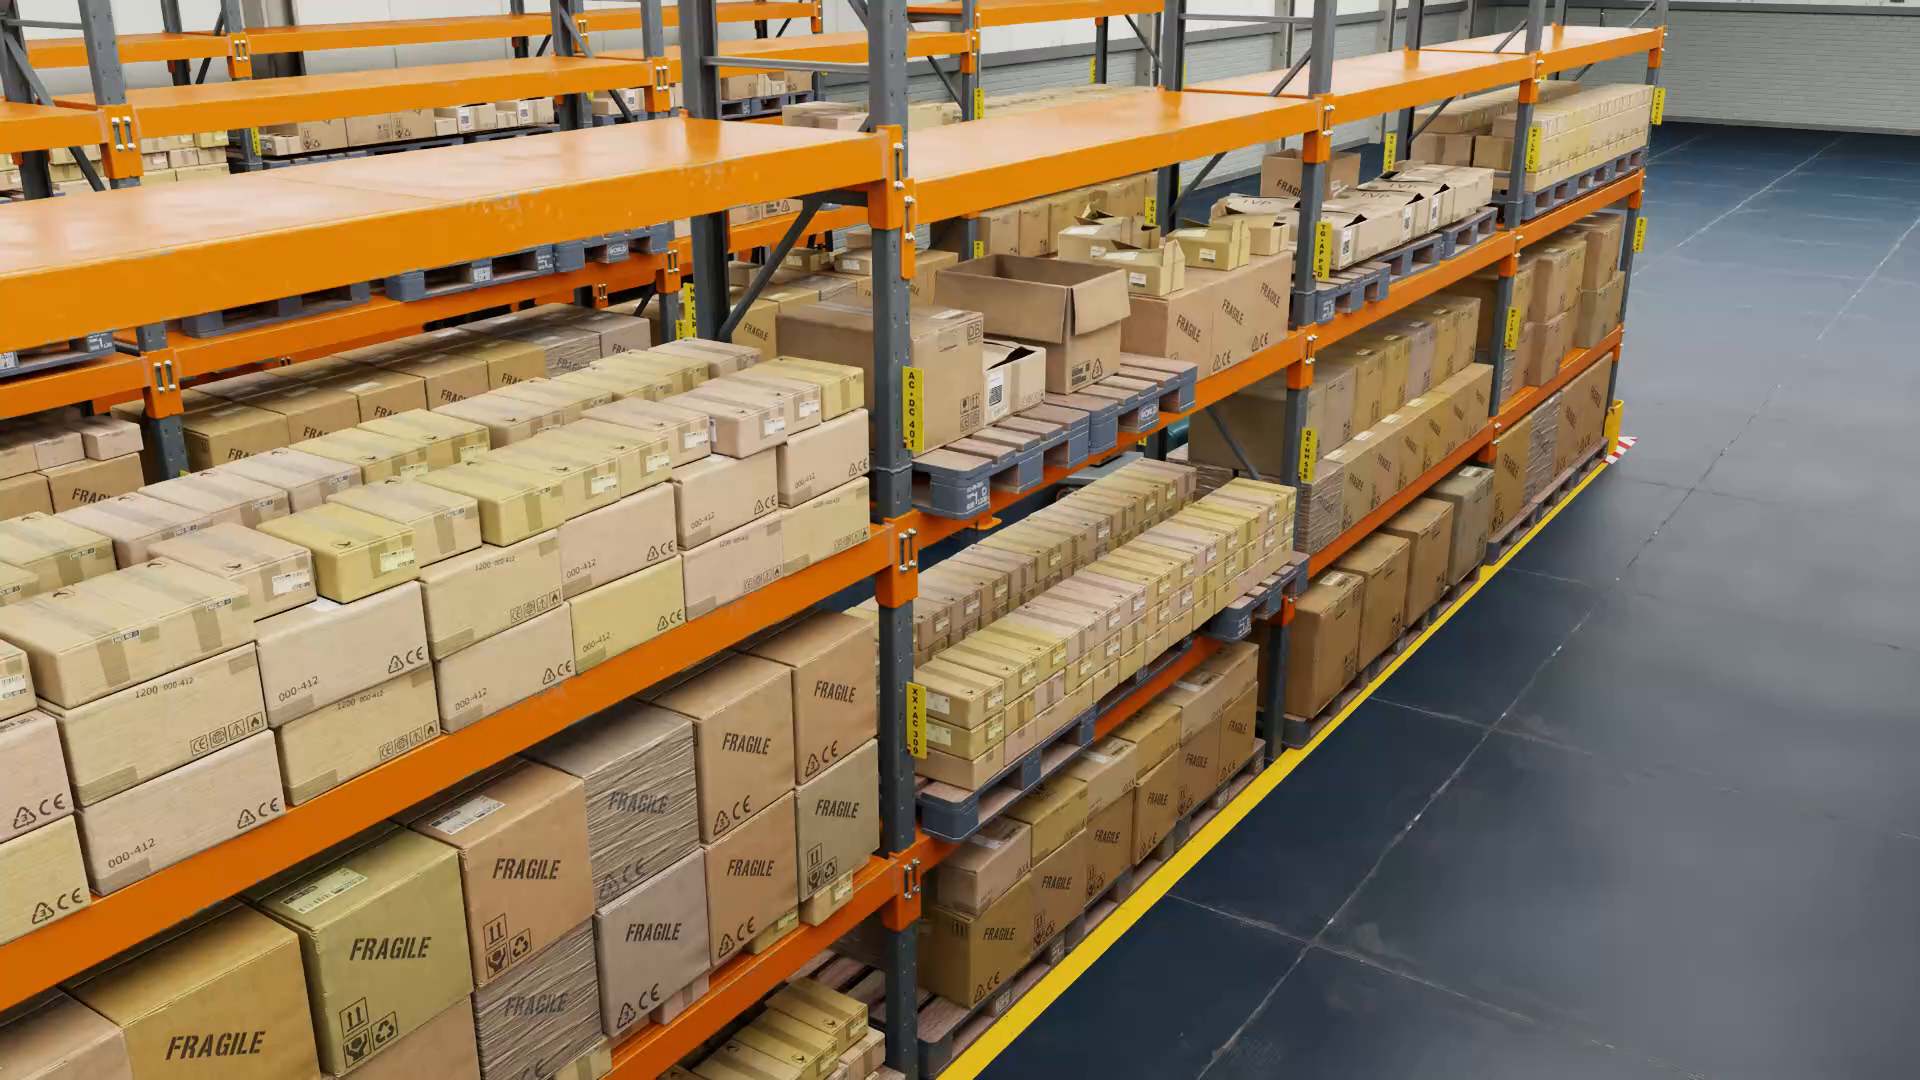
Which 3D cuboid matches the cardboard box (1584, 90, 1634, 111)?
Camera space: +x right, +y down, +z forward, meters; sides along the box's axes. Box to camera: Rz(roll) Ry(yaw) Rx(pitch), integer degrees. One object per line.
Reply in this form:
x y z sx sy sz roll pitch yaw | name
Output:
5.772 -3.923 14.834 0.380 0.149 0.250 14 24 33 | cardboard box

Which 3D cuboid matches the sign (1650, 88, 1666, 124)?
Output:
6.552 -4.074 15.615 0.100 0.325 0.005 13 24 32 | sign

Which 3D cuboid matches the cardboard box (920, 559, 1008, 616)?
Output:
0.015 0.237 8.347 0.380 0.149 0.250 12 24 30 | cardboard box

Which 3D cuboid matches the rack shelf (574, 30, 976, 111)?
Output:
-1.413 -3.902 13.603 1.077 0.370 4.000 13 24 32 | rack shelf

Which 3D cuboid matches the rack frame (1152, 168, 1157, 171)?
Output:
1.960 -3.335 19.104 1.000 3.000 0.127 13 24 32 | rack frame

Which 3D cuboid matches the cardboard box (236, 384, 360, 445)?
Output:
-4.038 -0.629 10.204 0.500 0.500 0.500 13 24 32 | cardboard box

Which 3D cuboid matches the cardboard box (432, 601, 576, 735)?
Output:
-1.542 0.330 5.088 0.500 0.250 0.500 13 24 32 | cardboard box

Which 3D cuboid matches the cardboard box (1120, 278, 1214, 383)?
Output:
0.948 -1.055 8.472 0.500 0.500 0.500 13 24 32 | cardboard box

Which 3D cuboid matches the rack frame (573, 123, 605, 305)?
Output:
-4.396 -3.154 18.615 1.000 3.000 0.127 13 24 32 | rack frame

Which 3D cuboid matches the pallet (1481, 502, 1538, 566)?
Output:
4.354 -0.146 14.502 1.003 0.211 1.213 13 24 32 | pallet

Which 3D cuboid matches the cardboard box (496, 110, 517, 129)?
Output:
-4.763 -4.312 17.035 0.380 0.149 0.250 13 24 32 | cardboard box

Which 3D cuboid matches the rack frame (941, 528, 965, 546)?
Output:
-0.062 -0.391 14.171 0.240 0.900 0.006 13 24 32 | rack frame

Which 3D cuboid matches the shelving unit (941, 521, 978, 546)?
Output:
-0.005 -0.420 14.250 0.258 0.900 0.210 13 24 32 | shelving unit

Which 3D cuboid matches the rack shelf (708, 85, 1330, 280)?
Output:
0.489 -1.818 7.969 1.077 0.370 4.000 13 24 32 | rack shelf

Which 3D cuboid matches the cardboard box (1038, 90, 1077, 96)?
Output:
1.009 -4.653 17.557 0.380 0.149 0.250 13 24 32 | cardboard box

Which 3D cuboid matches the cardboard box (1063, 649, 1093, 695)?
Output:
0.401 0.579 7.851 0.380 0.149 0.250 12 24 30 | cardboard box

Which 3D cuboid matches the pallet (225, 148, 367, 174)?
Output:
-6.337 -3.537 15.599 1.213 0.211 1.003 15 25 34 | pallet

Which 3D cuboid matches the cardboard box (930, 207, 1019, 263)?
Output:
0.138 -2.926 15.986 0.700 0.500 0.500 13 24 31 | cardboard box

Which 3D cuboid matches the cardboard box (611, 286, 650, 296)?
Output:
-4.007 -2.858 19.731 0.500 0.250 0.500 13 24 31 | cardboard box

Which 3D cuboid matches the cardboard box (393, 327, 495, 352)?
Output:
-3.591 -1.172 11.671 0.500 0.500 0.500 14 25 33 | cardboard box

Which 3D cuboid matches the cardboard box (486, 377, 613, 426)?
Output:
-1.458 -0.457 5.920 0.380 0.149 0.250 12 24 30 | cardboard box

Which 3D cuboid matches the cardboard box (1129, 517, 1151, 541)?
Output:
0.878 -0.067 9.597 0.380 0.149 0.250 12 24 30 | cardboard box

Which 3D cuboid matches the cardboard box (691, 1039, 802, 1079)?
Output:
-0.865 2.212 6.754 0.380 0.149 0.250 13 24 31 | cardboard box

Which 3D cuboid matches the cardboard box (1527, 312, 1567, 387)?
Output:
4.751 -1.723 14.532 0.875 0.550 0.550 13 24 32 | cardboard box

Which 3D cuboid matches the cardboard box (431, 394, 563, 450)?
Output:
-1.586 -0.379 5.709 0.380 0.149 0.250 12 24 30 | cardboard box

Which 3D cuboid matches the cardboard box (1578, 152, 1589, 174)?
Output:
5.062 -3.187 13.995 0.380 0.149 0.250 13 24 32 | cardboard box

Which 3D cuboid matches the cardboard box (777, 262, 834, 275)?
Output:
-1.360 -2.209 14.882 0.500 0.500 0.500 13 24 32 | cardboard box

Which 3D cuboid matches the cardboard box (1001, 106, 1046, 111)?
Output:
0.606 -4.101 16.065 0.380 0.149 0.250 13 24 31 | cardboard box

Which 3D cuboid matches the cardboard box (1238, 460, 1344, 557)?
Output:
2.089 -0.226 10.556 0.500 0.500 0.500 14 24 32 | cardboard box

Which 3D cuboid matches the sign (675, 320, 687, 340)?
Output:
-2.076 -1.475 12.408 0.100 0.325 0.005 13 24 32 | sign

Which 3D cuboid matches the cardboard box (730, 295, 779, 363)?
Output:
-1.806 -1.658 13.392 0.500 0.500 0.500 15 25 35 | cardboard box

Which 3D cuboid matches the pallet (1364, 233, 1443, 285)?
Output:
2.558 -1.938 11.276 1.003 0.211 1.213 15 25 34 | pallet

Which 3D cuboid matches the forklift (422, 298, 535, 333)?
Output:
-3.617 -1.397 13.965 3.031 2.935 1.130 -19 27 -41 | forklift

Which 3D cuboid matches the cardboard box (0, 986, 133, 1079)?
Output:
-2.412 1.460 4.128 0.500 0.500 0.500 13 24 31 | cardboard box

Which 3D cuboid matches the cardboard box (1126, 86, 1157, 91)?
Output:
2.014 -4.843 18.071 0.380 0.149 0.250 14 24 32 | cardboard box

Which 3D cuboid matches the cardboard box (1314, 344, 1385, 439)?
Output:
2.444 -1.039 11.311 0.700 0.500 0.500 13 24 31 | cardboard box

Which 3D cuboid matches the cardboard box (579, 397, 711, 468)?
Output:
-1.073 -0.362 5.664 0.380 0.149 0.250 14 25 34 | cardboard box

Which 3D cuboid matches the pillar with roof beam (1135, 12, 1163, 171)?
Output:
7.022 -9.695 27.651 9.100 9.000 0.400 13 24 32 | pillar with roof beam

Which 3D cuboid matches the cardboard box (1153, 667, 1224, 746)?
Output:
1.171 0.915 9.532 0.500 0.250 0.500 14 24 33 | cardboard box

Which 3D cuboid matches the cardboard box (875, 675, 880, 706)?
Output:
-0.575 0.673 7.596 0.380 0.149 0.250 14 25 33 | cardboard box

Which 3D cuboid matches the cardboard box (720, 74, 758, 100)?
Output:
-2.853 -5.550 19.877 0.700 0.500 0.500 13 24 32 | cardboard box

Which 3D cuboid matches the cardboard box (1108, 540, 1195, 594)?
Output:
0.988 0.139 8.611 0.380 0.149 0.250 15 25 34 | cardboard box

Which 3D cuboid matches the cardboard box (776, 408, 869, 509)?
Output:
-0.684 -0.344 6.191 0.500 0.250 0.500 12 23 29 | cardboard box

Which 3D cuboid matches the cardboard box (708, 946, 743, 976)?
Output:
-1.058 1.511 6.366 0.380 0.149 0.250 13 24 30 | cardboard box

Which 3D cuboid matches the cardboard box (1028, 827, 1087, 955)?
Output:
0.296 1.708 8.470 0.500 0.500 0.500 15 25 34 | cardboard box

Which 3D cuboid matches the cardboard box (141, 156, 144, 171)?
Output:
-7.079 -3.160 13.950 0.380 0.149 0.250 13 24 32 | cardboard box

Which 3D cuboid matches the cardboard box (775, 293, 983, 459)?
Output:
-0.331 -0.693 6.890 0.700 0.500 0.500 13 24 32 | cardboard box

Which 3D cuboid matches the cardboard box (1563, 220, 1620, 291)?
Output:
5.637 -2.700 15.616 0.875 0.550 0.550 13 24 32 | cardboard box

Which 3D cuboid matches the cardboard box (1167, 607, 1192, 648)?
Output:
0.991 0.416 8.721 0.380 0.149 0.250 14 25 33 | cardboard box

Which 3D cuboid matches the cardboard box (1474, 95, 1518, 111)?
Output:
4.657 -3.760 14.394 0.380 0.149 0.250 14 24 32 | cardboard box

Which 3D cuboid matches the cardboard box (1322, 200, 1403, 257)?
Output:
2.484 -1.992 10.617 0.500 0.250 0.500 14 25 33 | cardboard box

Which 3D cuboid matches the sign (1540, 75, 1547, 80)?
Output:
5.655 -4.362 16.184 0.100 0.325 0.005 13 24 32 | sign

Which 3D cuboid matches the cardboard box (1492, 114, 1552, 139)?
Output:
4.348 -3.196 12.868 0.380 0.149 0.250 14 24 32 | cardboard box

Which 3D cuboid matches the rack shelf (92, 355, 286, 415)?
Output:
-7.769 -1.095 14.086 1.077 0.370 4.000 13 24 32 | rack shelf
